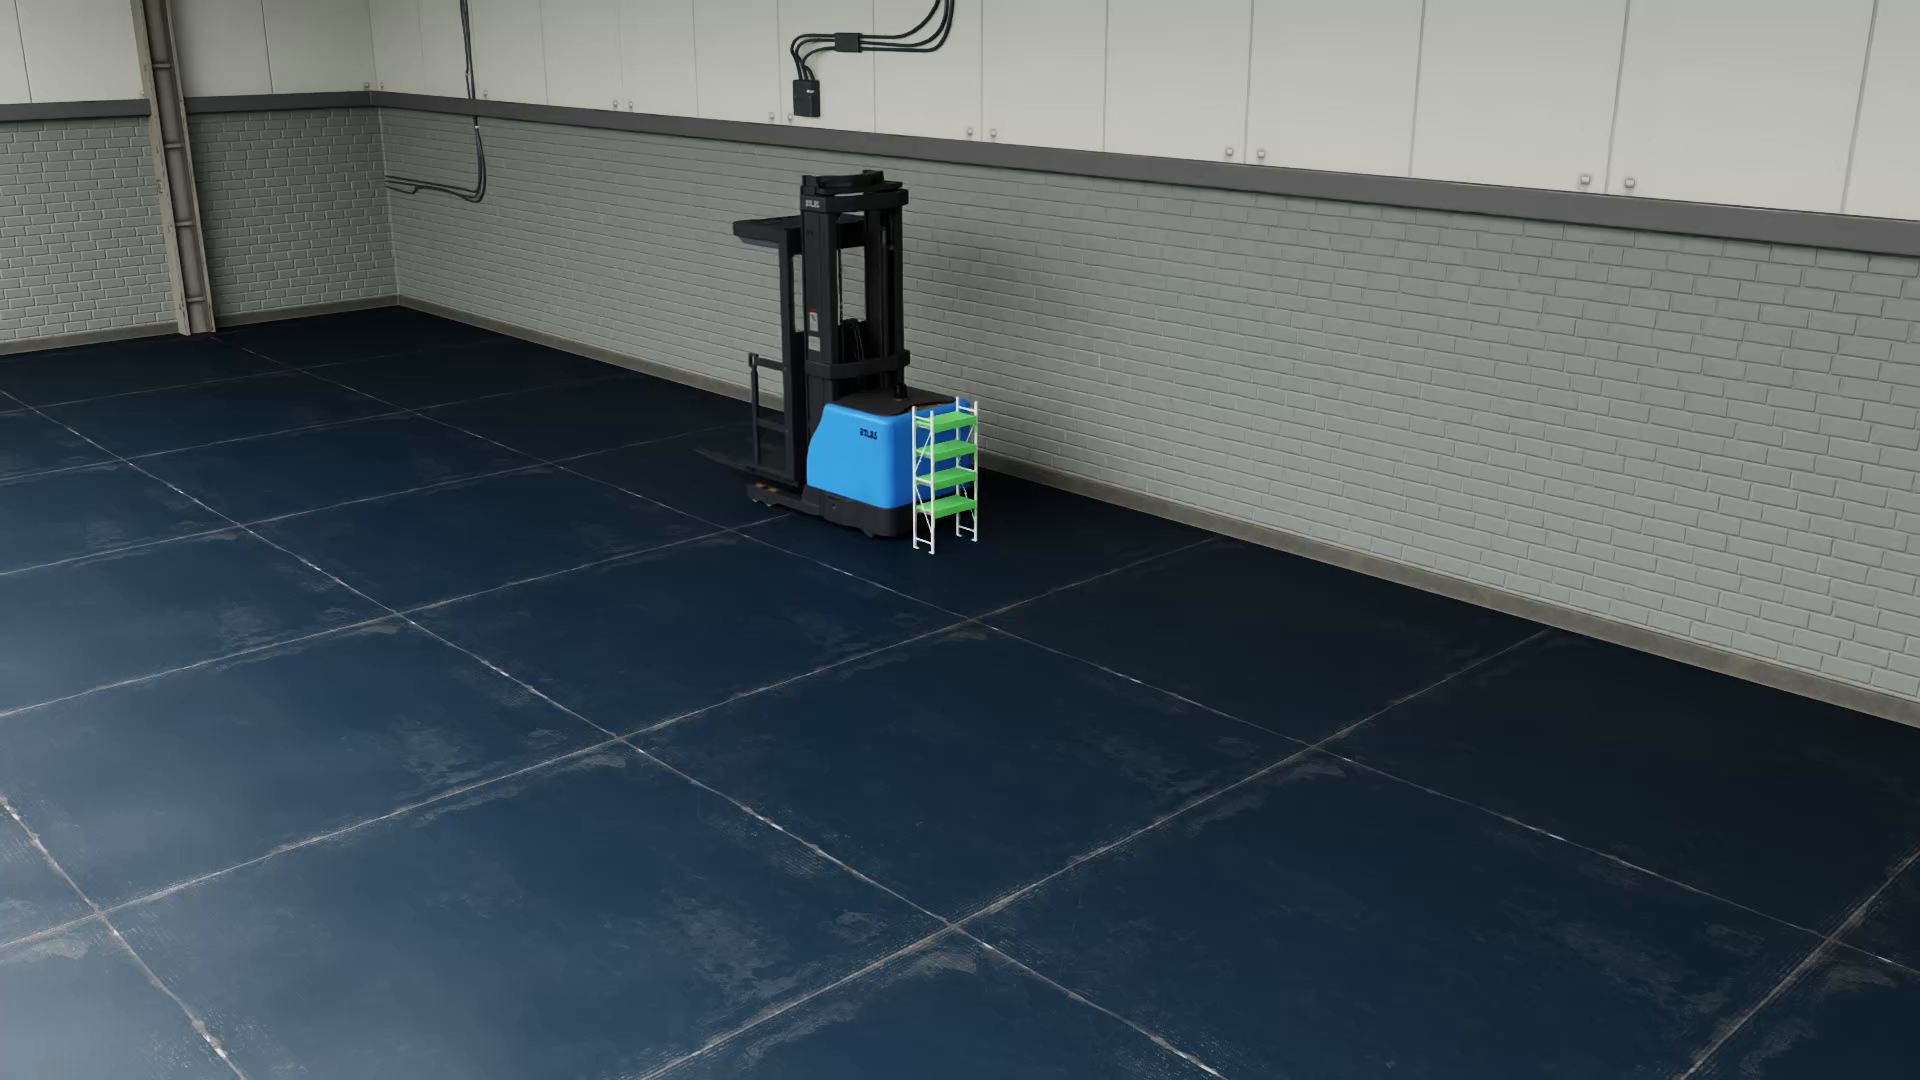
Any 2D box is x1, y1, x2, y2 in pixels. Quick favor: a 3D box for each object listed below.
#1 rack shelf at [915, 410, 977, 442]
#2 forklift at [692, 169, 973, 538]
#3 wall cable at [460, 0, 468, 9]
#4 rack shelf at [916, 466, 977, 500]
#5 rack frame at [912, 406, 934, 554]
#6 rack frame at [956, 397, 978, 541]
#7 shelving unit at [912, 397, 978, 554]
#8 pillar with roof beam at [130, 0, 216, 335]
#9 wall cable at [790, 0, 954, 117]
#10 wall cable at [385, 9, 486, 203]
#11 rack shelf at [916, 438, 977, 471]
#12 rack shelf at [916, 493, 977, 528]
[{"bbox_3d":[-0.120,-0.931,13.563,0.480,0.148,0.258,-16,24,-41],"label":"rack shelf"},{"bbox_3d":[-1.277,-1.788,14.749,1.130,2.935,3.031,-17,24,-41],"label":"forklift"},{"bbox_3d":[-5.535,-7.776,20.225,0.112,2.526,3.097,-16,24,-41],"label":"wall cable"},{"bbox_3d":[-0.120,-0.475,13.711,0.480,0.148,0.258,-16,24,-41],"label":"rack shelf"},{"bbox_3d":[-0.298,-0.484,13.532,0.015,1.200,0.240,-16,24,-41],"label":"rack frame"},{"bbox_3d":[0.057,-0.587,13.851,0.015,1.200,0.240,-16,24,-41],"label":"rack frame"},{"bbox_3d":[-0.120,-0.536,13.691,0.503,1.200,0.258,-16,24,-41],"label":"shelving unit"},{"bbox_3d":[-7.485,-6.165,18.408,0.400,9.000,9.100,-16,24,-41],"label":"pillar with roof beam"},{"bbox_3d":[-0.883,-6.944,15.298,0.169,6.003,2.305,-16,24,-41],"label":"wall cable"},{"bbox_3d":[-7.394,-5.980,22.873,0.112,2.526,3.097,-16,24,-41],"label":"wall cable"},{"bbox_3d":[-0.120,-0.703,13.637,0.480,0.148,0.258,-16,24,-41],"label":"rack shelf"},{"bbox_3d":[-0.120,-0.247,13.785,0.480,0.148,0.258,-16,24,-41],"label":"rack shelf"}]
